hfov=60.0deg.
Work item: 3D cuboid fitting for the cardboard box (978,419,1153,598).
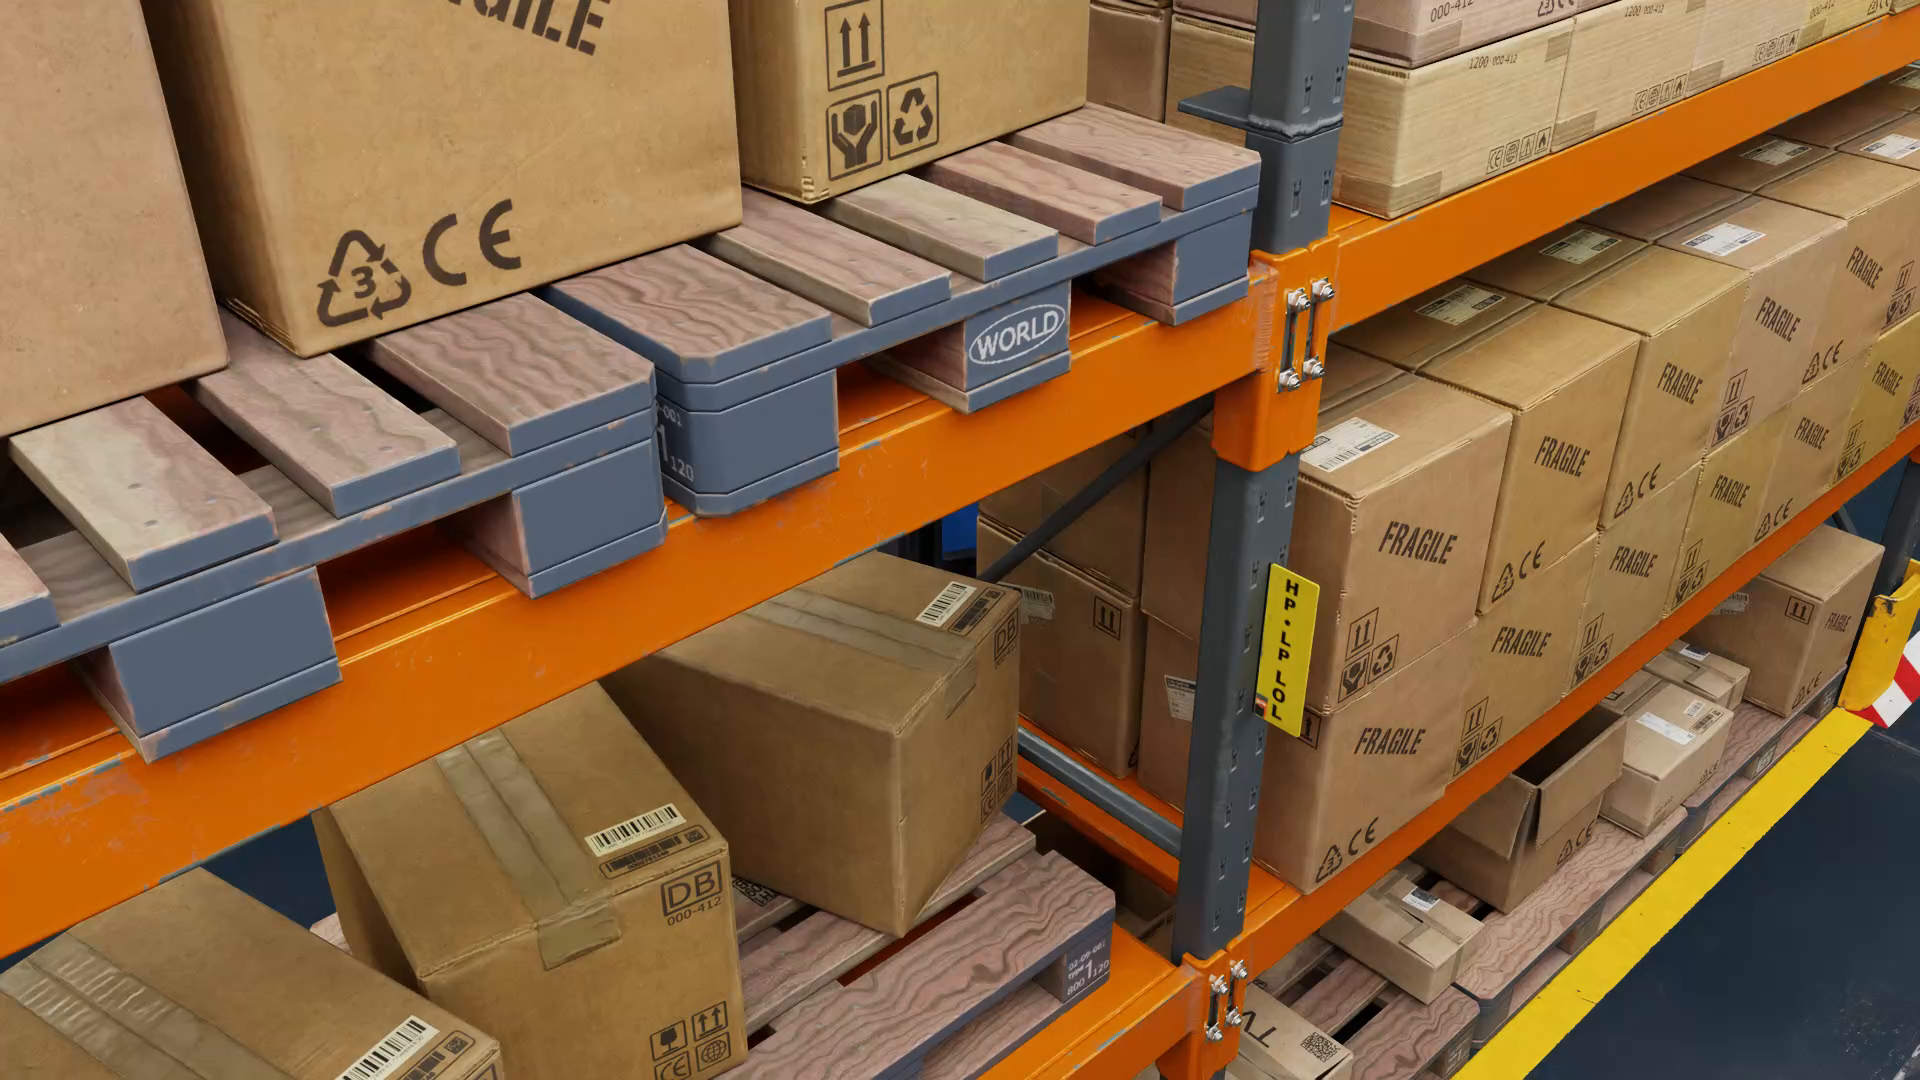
[{"bbox_3d":[0.391,-0.266,3.756,0.500,0.500,0.500,-26,40,-35],"label":"cardboard box"}]

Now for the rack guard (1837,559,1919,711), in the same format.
[{"bbox_3d":[3.073,0.156,6.516,0.348,0.500,1.175,-26,40,-35],"label":"rack guard"}]

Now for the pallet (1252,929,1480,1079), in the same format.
[{"bbox_3d":[0.700,1.428,4.713,1.213,0.211,1.003,-26,40,-35],"label":"pallet"}]

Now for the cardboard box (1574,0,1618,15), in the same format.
[{"bbox_3d":[1.087,-1.203,3.132,0.500,0.250,0.500,-26,40,-35],"label":"cardboard box"}]

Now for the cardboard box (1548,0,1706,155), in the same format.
[{"bbox_3d":[1.090,-0.988,3.259,0.500,0.250,0.500,-26,40,-35],"label":"cardboard box"}]

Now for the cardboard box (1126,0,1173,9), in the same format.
[{"bbox_3d":[0.368,-1.224,3.166,0.500,0.250,0.500,-26,40,-35],"label":"cardboard box"}]

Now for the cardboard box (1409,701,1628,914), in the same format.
[{"bbox_3d":[1.570,0.690,5.217,0.637,0.503,0.797,-26,40,-35],"label":"cardboard box"}]

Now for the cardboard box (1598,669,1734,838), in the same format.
[{"bbox_3d":[2.181,0.660,5.509,0.500,0.250,0.500,-26,40,-35],"label":"cardboard box"}]

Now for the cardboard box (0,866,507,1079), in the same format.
[{"bbox_3d":[-1.057,0.910,2.389,0.700,0.500,0.500,18,36,27],"label":"cardboard box"}]

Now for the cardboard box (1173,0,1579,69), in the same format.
[{"bbox_3d":[0.722,-1.025,2.841,0.500,0.250,0.500,-26,40,-35],"label":"cardboard box"}]

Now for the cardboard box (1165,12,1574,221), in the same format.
[{"bbox_3d":[0.721,-0.812,2.972,0.500,0.250,0.500,-26,40,-35],"label":"cardboard box"}]

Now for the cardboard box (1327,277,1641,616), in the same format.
[{"bbox_3d":[1.111,-0.231,3.698,0.500,0.500,0.500,-27,41,-37],"label":"cardboard box"}]

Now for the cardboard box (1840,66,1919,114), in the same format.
[{"bbox_3d":[2.990,-1.144,5.191,0.500,0.500,0.500,-26,40,-36],"label":"cardboard box"}]

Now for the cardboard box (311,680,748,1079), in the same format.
[{"bbox_3d":[-0.765,0.610,2.879,0.500,0.500,0.700,-19,36,-28],"label":"cardboard box"}]

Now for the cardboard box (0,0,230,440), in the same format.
[{"bbox_3d":[-1.200,-0.438,1.622,0.600,0.600,0.600,27,41,37],"label":"cardboard box"}]

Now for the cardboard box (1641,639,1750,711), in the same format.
[{"bbox_3d":[2.540,0.480,5.884,0.250,0.166,0.380,-26,40,-35],"label":"cardboard box"}]

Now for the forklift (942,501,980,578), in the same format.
[{"bbox_3d":[0.753,-1.356,6.658,3.031,2.935,1.130,-10,33,-16],"label":"forklift"}]

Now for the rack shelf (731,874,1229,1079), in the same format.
[{"bbox_3d":[-1.270,1.497,2.615,4.000,0.370,1.077,-26,40,-35],"label":"rack shelf"}]

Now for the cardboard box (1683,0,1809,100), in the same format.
[{"bbox_3d":[1.458,-1.165,3.548,0.500,0.250,0.500,-26,40,-35],"label":"cardboard box"}]

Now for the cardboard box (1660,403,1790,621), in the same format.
[{"bbox_3d":[1.869,-0.178,4.571,0.500,0.500,0.500,-26,40,-36],"label":"cardboard box"}]

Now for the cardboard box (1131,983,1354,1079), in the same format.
[{"bbox_3d":[0.651,1.374,4.283,0.500,0.311,0.500,-26,40,-35],"label":"cardboard box"}]

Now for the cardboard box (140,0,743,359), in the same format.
[{"bbox_3d":[-0.698,-0.667,1.996,0.600,0.600,0.600,-26,40,-36],"label":"cardboard box"}]

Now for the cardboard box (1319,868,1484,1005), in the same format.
[{"bbox_3d":[1.278,1.125,4.828,0.250,0.166,0.380,-26,40,-35],"label":"cardboard box"}]

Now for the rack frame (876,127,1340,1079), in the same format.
[{"bbox_3d":[0.196,0.481,3.588,0.127,3.000,1.000,-26,40,-35],"label":"rack frame"}]

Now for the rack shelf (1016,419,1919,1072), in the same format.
[{"bbox_3d":[1.663,0.079,4.936,4.000,0.370,1.077,-26,40,-35],"label":"rack shelf"}]

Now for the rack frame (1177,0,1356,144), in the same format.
[{"bbox_3d":[0.196,-2.078,2.023,0.127,3.000,1.000,-26,40,-35],"label":"rack frame"}]

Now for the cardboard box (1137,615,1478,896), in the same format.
[{"bbox_3d":[0.755,0.362,3.687,0.500,0.500,0.500,-25,39,-34],"label":"cardboard box"}]

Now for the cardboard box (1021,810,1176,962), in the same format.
[{"bbox_3d":[0.421,1.049,4.633,0.500,0.500,0.500,-26,40,-35],"label":"cardboard box"}]

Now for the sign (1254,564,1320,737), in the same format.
[{"bbox_3d":[0.576,0.198,2.941,0.005,0.325,0.100,-26,40,-35],"label":"sign"}]

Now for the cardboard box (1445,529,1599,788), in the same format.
[{"bbox_3d":[1.128,0.179,3.986,0.500,0.500,0.500,-25,39,-35],"label":"cardboard box"}]

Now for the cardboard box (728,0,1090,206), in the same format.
[{"bbox_3d":[-0.223,-0.913,2.397,0.600,0.600,0.600,25,39,35],"label":"cardboard box"}]

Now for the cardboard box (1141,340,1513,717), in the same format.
[{"bbox_3d":[0.733,-0.048,3.398,0.500,0.500,0.500,-25,39,-34],"label":"cardboard box"}]

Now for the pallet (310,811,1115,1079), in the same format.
[{"bbox_3d":[-0.464,0.805,3.243,1.213,0.211,1.003,-26,40,-35],"label":"pallet"}]

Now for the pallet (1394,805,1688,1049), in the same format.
[{"bbox_3d":[1.595,0.993,5.424,1.213,0.211,1.003,-26,40,-35],"label":"pallet"}]

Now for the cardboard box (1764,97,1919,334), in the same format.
[{"bbox_3d":[2.620,-0.964,4.897,0.500,0.500,0.500,-25,39,-34],"label":"cardboard box"}]

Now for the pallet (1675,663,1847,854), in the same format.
[{"bbox_3d":[2.490,0.562,6.129,1.213,0.211,1.003,-26,40,-35],"label":"pallet"}]

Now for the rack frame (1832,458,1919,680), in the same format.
[{"bbox_3d":[3.129,-0.938,5.908,0.127,3.000,1.000,-26,40,-35],"label":"rack frame"}]

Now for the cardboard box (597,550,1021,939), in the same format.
[{"bbox_3d":[-0.303,0.342,3.317,0.700,0.500,0.500,15,35,23],"label":"cardboard box"}]

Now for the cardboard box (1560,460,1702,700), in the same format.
[{"bbox_3d":[1.497,0.003,4.275,0.500,0.500,0.500,-26,40,-36],"label":"cardboard box"}]

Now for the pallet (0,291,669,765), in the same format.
[{"bbox_3d":[-1.088,-0.145,1.916,1.003,0.211,1.213,-26,40,-35],"label":"pallet"}]

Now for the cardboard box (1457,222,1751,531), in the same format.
[{"bbox_3d":[1.488,-0.413,3.996,0.500,0.500,0.500,-27,41,-37],"label":"cardboard box"}]

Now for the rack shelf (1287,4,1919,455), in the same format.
[{"bbox_3d":[1.663,-1.201,4.153,4.000,0.370,1.077,-26,40,-35],"label":"rack shelf"}]

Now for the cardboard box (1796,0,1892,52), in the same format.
[{"bbox_3d":[1.822,-1.344,3.840,0.500,0.250,0.500,-26,40,-35],"label":"cardboard box"}]

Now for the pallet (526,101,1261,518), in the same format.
[{"bbox_3d":[-0.330,-0.514,2.520,1.003,0.211,1.213,-26,40,-35],"label":"pallet"}]

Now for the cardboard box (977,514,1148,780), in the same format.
[{"bbox_3d":[0.388,0.163,4.012,0.500,0.500,0.500,-25,39,-35],"label":"cardboard box"}]

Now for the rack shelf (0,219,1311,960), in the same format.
[{"bbox_3d":[-1.270,0.218,1.833,4.000,0.370,1.077,-26,40,-35],"label":"rack shelf"}]

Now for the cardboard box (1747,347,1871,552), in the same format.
[{"bbox_3d":[2.238,-0.357,4.863,0.500,0.500,0.500,-25,40,-35],"label":"cardboard box"}]

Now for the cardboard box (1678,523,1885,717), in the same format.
[{"bbox_3d":[2.898,0.228,5.976,0.500,0.500,0.500,-26,40,-35],"label":"cardboard box"}]

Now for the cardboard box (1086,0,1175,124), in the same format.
[{"bbox_3d":[0.372,-1.009,3.293,0.500,0.250,0.500,-26,40,-35],"label":"cardboard box"}]

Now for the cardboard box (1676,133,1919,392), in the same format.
[{"bbox_3d":[2.243,-0.779,4.594,0.500,0.500,0.500,-25,39,-34],"label":"cardboard box"}]

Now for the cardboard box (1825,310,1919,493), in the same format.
[{"bbox_3d":[2.608,-0.532,5.149,0.500,0.500,0.500,-25,40,-35],"label":"cardboard box"}]

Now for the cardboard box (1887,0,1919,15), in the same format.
[{"bbox_3d":[2.200,-1.515,4.120,0.500,0.250,0.500,-26,40,-35],"label":"cardboard box"}]

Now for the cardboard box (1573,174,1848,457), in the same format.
[{"bbox_3d":[1.866,-0.596,4.296,0.500,0.500,0.500,-24,39,-34],"label":"cardboard box"}]

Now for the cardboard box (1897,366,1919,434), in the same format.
[{"bbox_3d":[2.986,-0.717,5.452,0.500,0.500,0.500,-24,39,-34],"label":"cardboard box"}]
